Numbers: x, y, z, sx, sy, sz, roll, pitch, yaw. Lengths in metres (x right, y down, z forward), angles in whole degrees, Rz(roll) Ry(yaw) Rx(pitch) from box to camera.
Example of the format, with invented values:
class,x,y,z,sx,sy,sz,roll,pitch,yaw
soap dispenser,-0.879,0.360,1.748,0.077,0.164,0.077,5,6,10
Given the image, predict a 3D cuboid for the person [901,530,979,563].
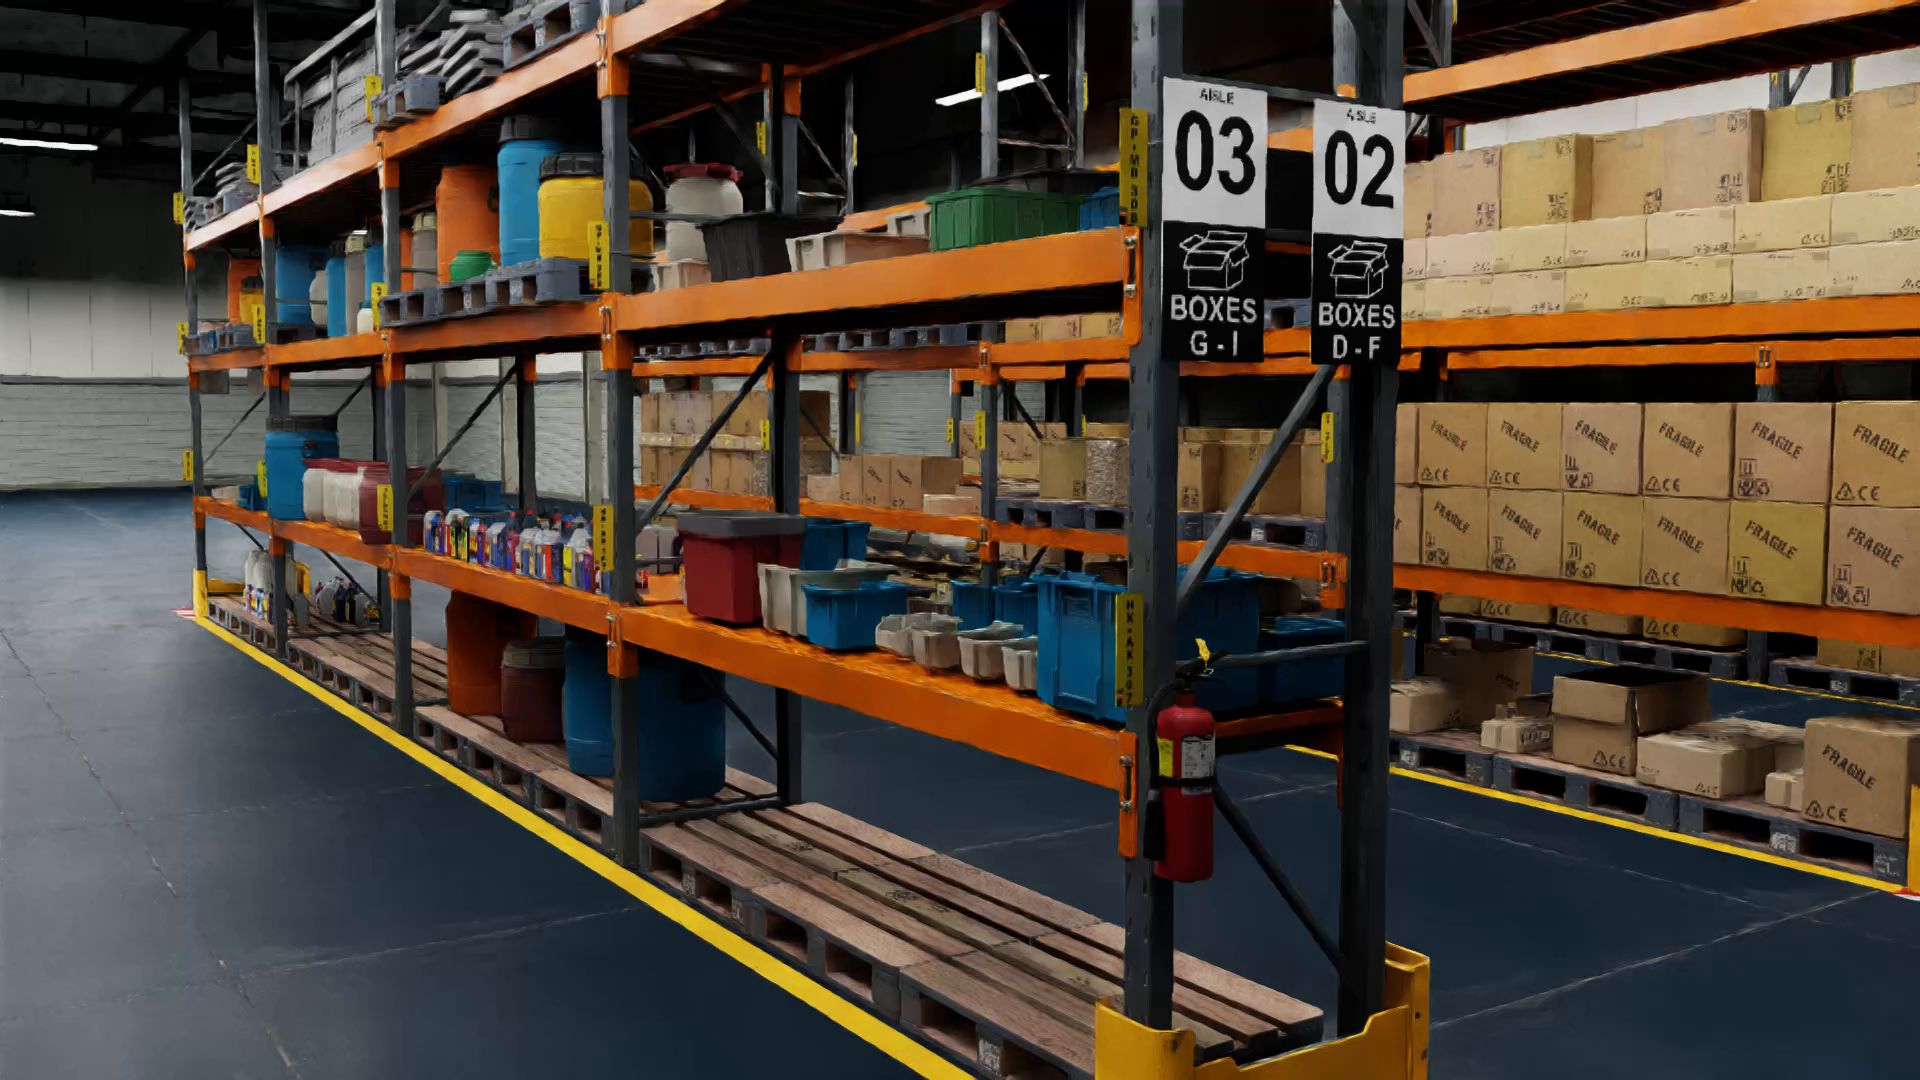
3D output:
class,x,y,z,sx,sy,sz,roll,pitch,yaw
person,-0.209,-0.016,18.586,0.897,1.614,0.537,-1,5,-11
